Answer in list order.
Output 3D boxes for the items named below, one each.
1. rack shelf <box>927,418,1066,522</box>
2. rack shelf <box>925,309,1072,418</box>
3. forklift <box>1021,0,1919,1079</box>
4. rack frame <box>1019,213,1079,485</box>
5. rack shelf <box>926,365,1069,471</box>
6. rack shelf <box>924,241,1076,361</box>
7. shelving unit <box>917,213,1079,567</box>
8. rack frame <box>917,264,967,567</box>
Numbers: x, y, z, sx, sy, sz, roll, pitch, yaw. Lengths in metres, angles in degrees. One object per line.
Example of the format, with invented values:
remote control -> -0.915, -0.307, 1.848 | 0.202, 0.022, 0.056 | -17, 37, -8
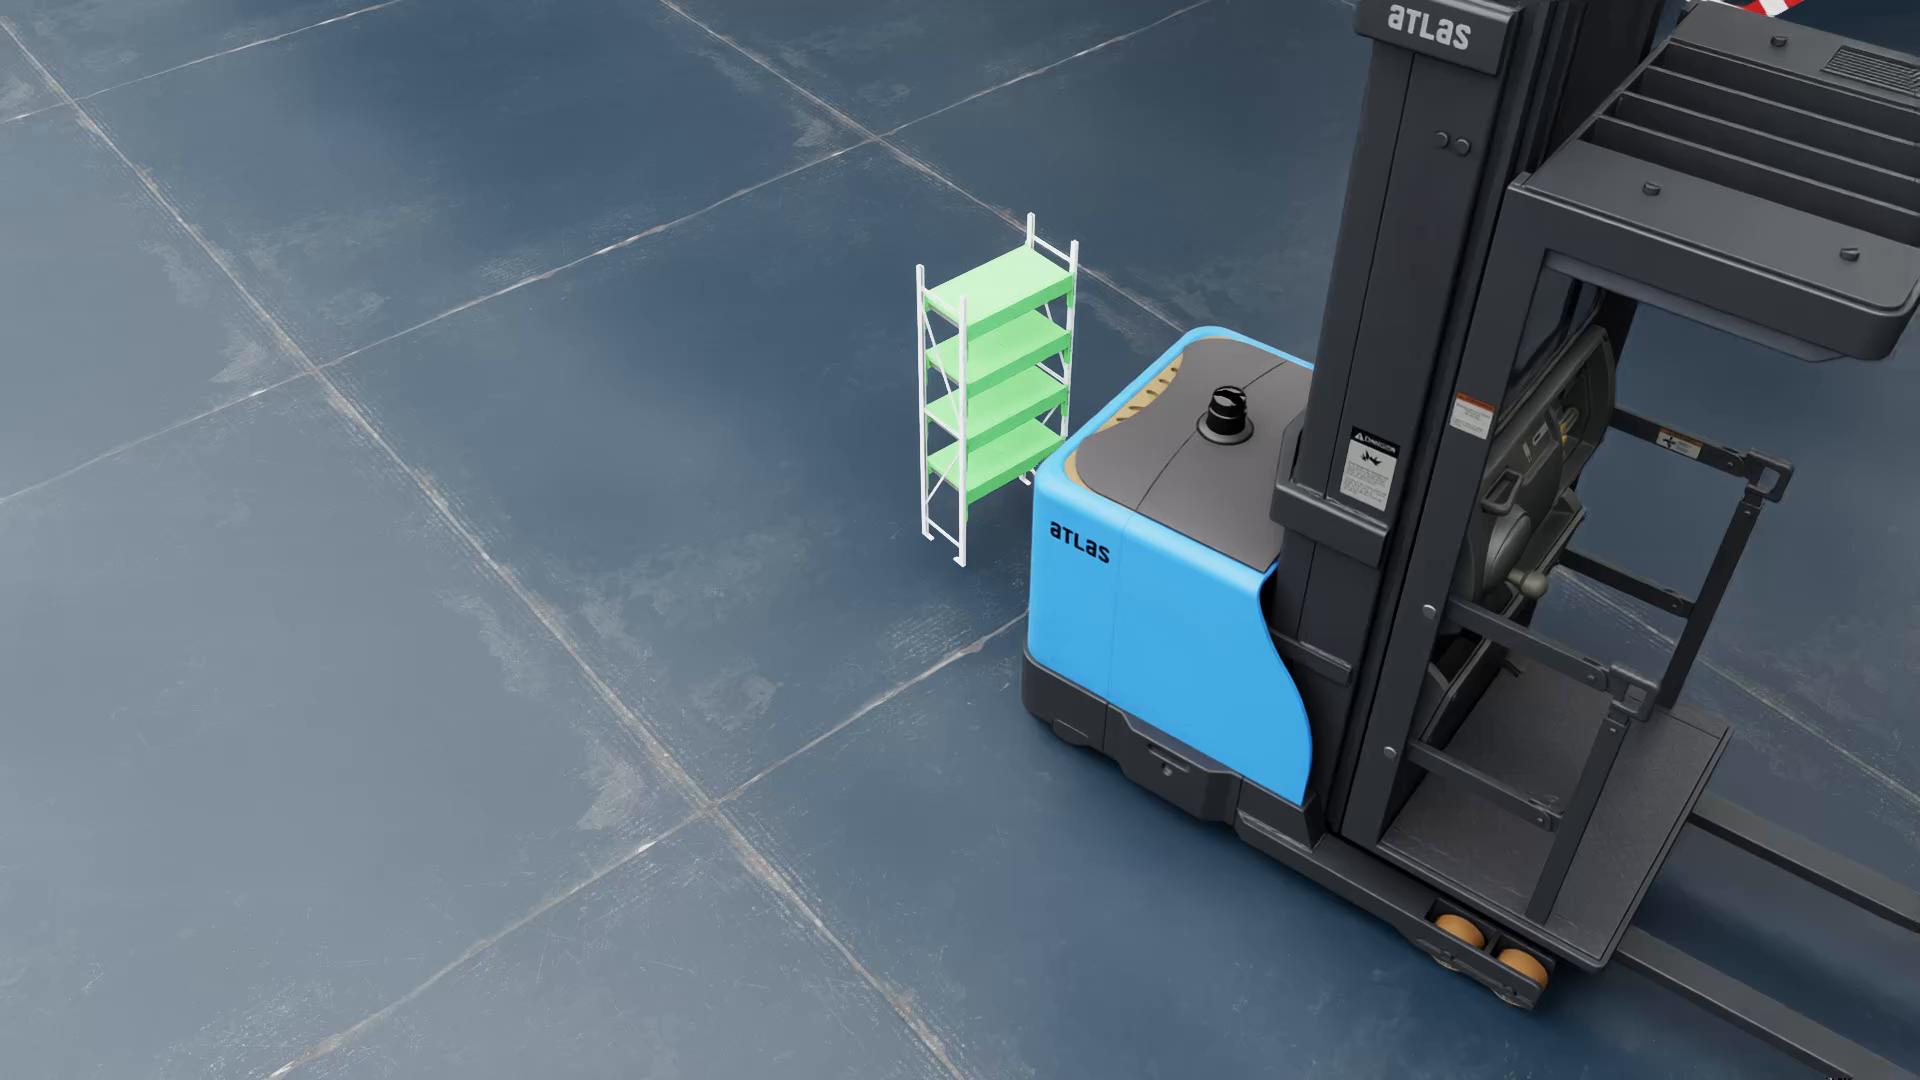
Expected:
rack shelf -> 0.127, -0.289, 6.125 | 0.480, 0.148, 0.258 | -30, 51, -28
rack shelf -> 0.127, -0.638, 5.796 | 0.480, 0.148, 0.258 | -30, 51, -28
forklift -> 1.685, -0.139, 4.257 | 3.031, 2.935, 1.130 | 27, 50, 26
rack frame -> 0.314, -0.617, 6.031 | 0.015, 1.200, 0.240 | -30, 51, -28
rack shelf -> 0.127, -0.463, 5.960 | 0.480, 0.148, 0.258 | -30, 51, -28
rack shelf -> 0.127, -0.813, 5.632 | 0.480, 0.148, 0.258 | -30, 51, -28
shelving unit -> 0.127, -0.510, 5.917 | 0.503, 1.200, 0.258 | -30, 51, -28
rack frame -> -0.060, -0.403, 5.803 | 0.015, 1.200, 0.240 | -30, 51, -28
